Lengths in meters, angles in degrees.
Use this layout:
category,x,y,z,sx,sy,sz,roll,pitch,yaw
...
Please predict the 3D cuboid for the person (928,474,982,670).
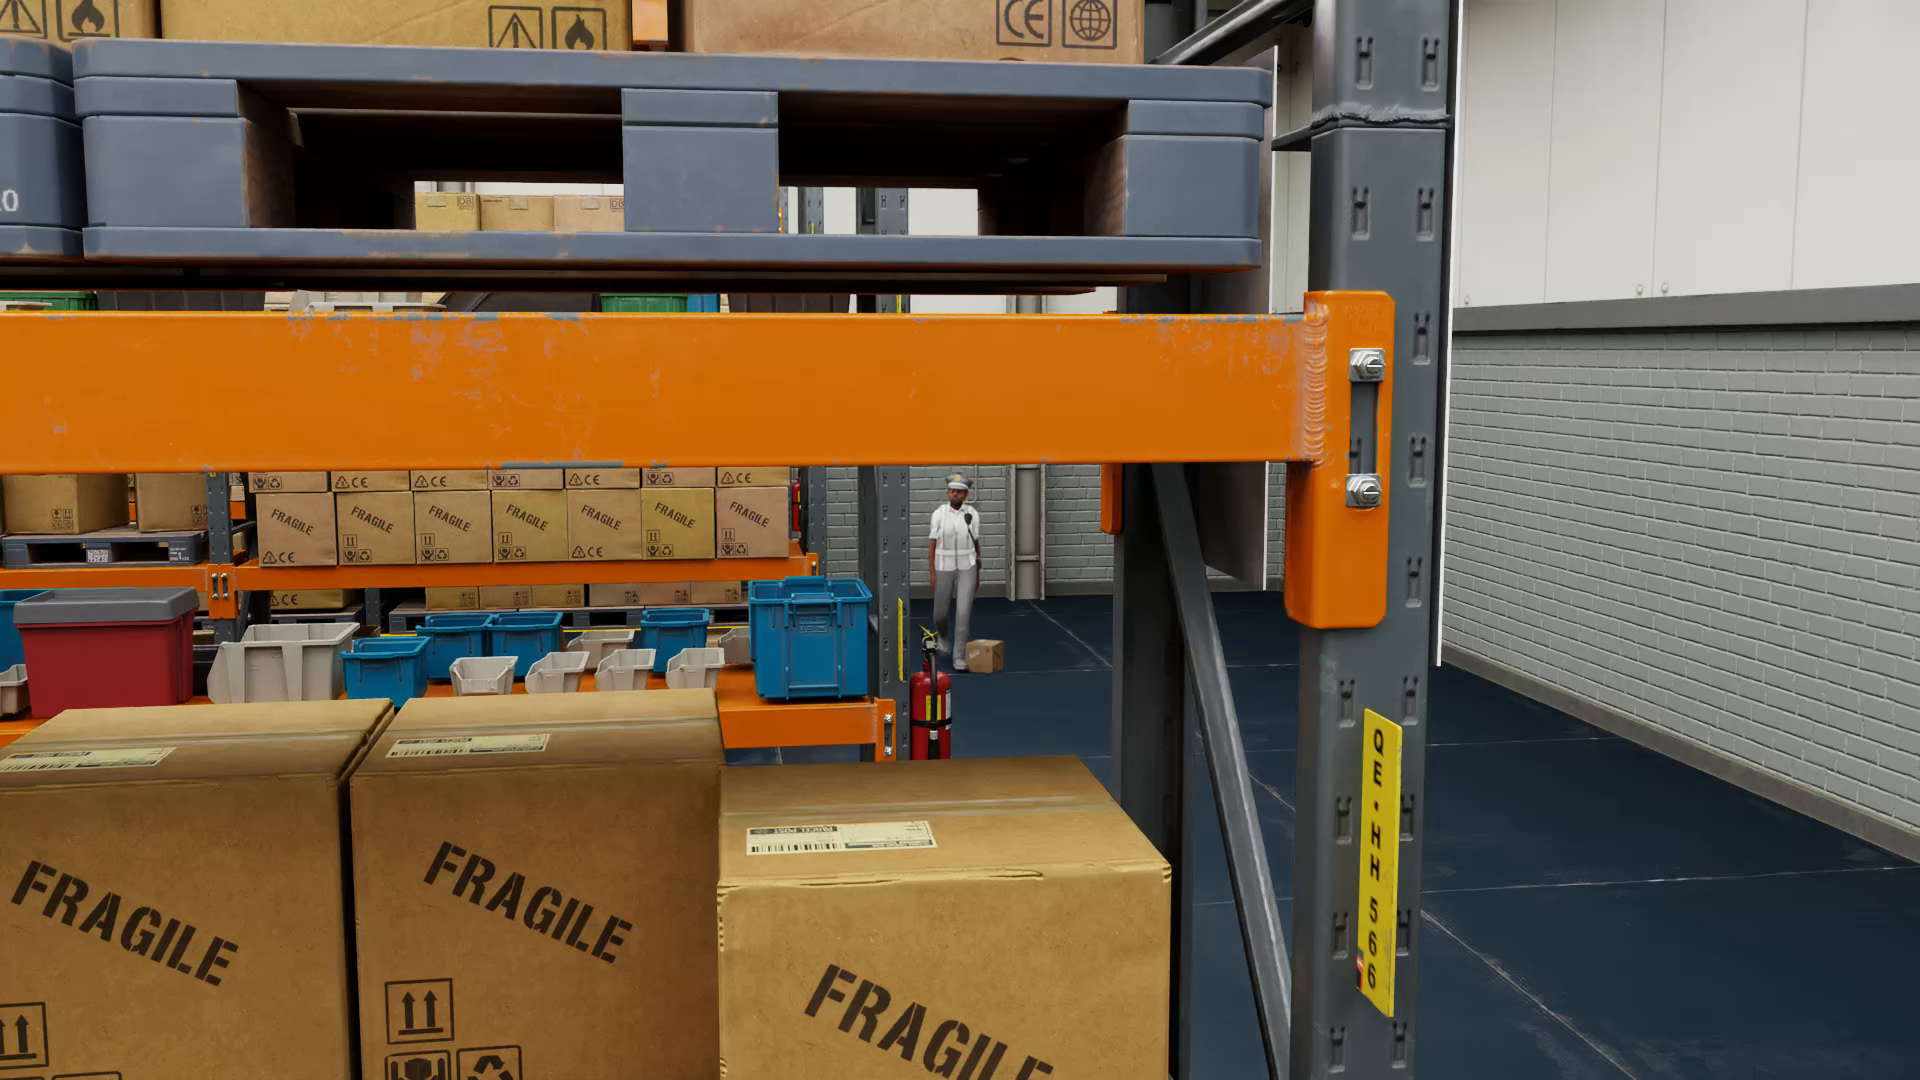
category,x,y,z,sx,sy,sz,roll,pitch,yaw
person,-4.435,0.674,10.106,9.438,1.806,9.065,0,7,-1
